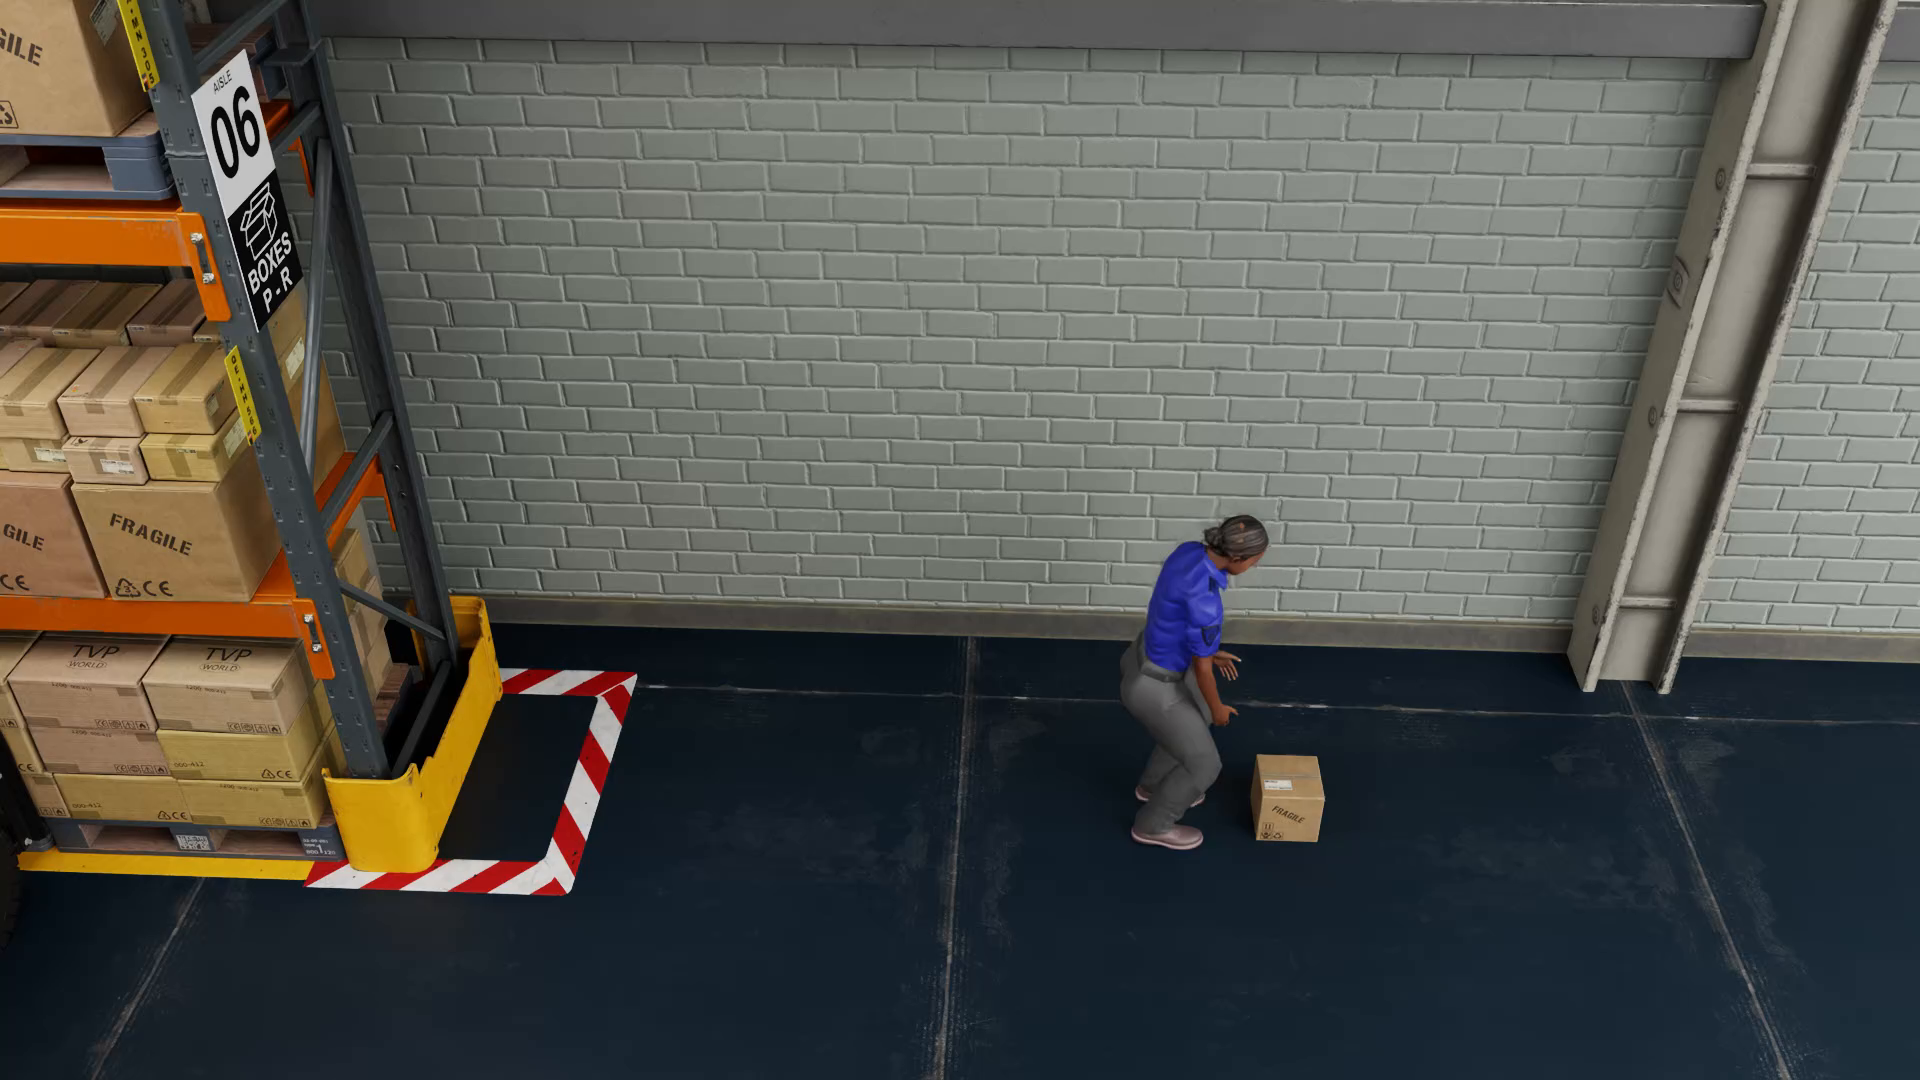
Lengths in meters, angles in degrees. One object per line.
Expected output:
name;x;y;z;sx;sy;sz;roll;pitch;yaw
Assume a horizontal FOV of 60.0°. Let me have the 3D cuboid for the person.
person;0.880;0.534;6.521;0.513;1.507;0.484;2;36;3
